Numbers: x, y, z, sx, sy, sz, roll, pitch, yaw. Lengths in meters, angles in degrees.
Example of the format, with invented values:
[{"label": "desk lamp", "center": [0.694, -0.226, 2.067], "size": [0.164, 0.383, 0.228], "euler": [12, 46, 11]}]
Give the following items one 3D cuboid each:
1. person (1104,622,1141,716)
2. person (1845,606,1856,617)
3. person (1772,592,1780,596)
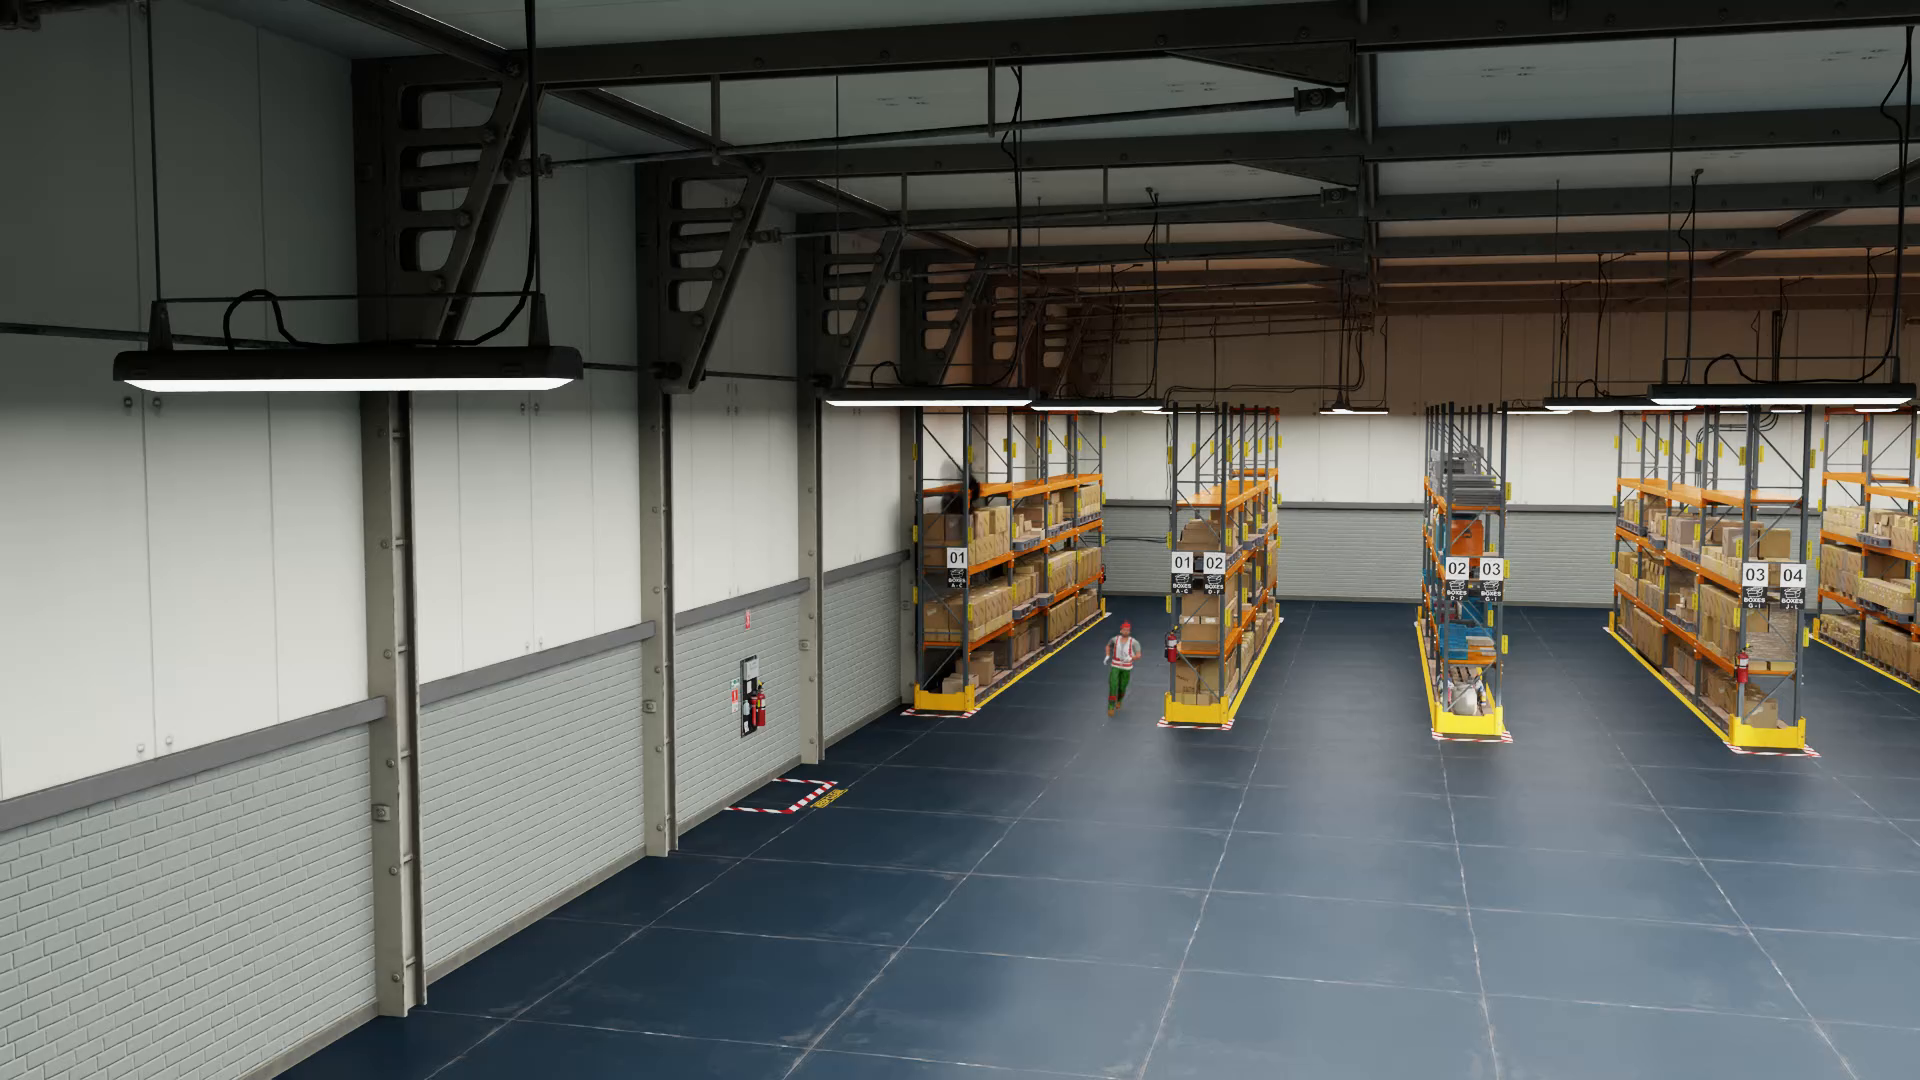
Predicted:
[{"label": "person", "center": [3.108, 2.448, 31.868], "size": [0.710, 1.748, 1.019], "euler": [1, 4, 9]}, {"label": "person", "center": [23.721, 1.653, 44.127], "size": [0.577, 1.639, 0.785], "euler": [4, 6, 43]}, {"label": "person", "center": [21.653, 1.716, 43.957], "size": [0.529, 1.524, 0.575], "euler": [-4, 6, -44]}]
